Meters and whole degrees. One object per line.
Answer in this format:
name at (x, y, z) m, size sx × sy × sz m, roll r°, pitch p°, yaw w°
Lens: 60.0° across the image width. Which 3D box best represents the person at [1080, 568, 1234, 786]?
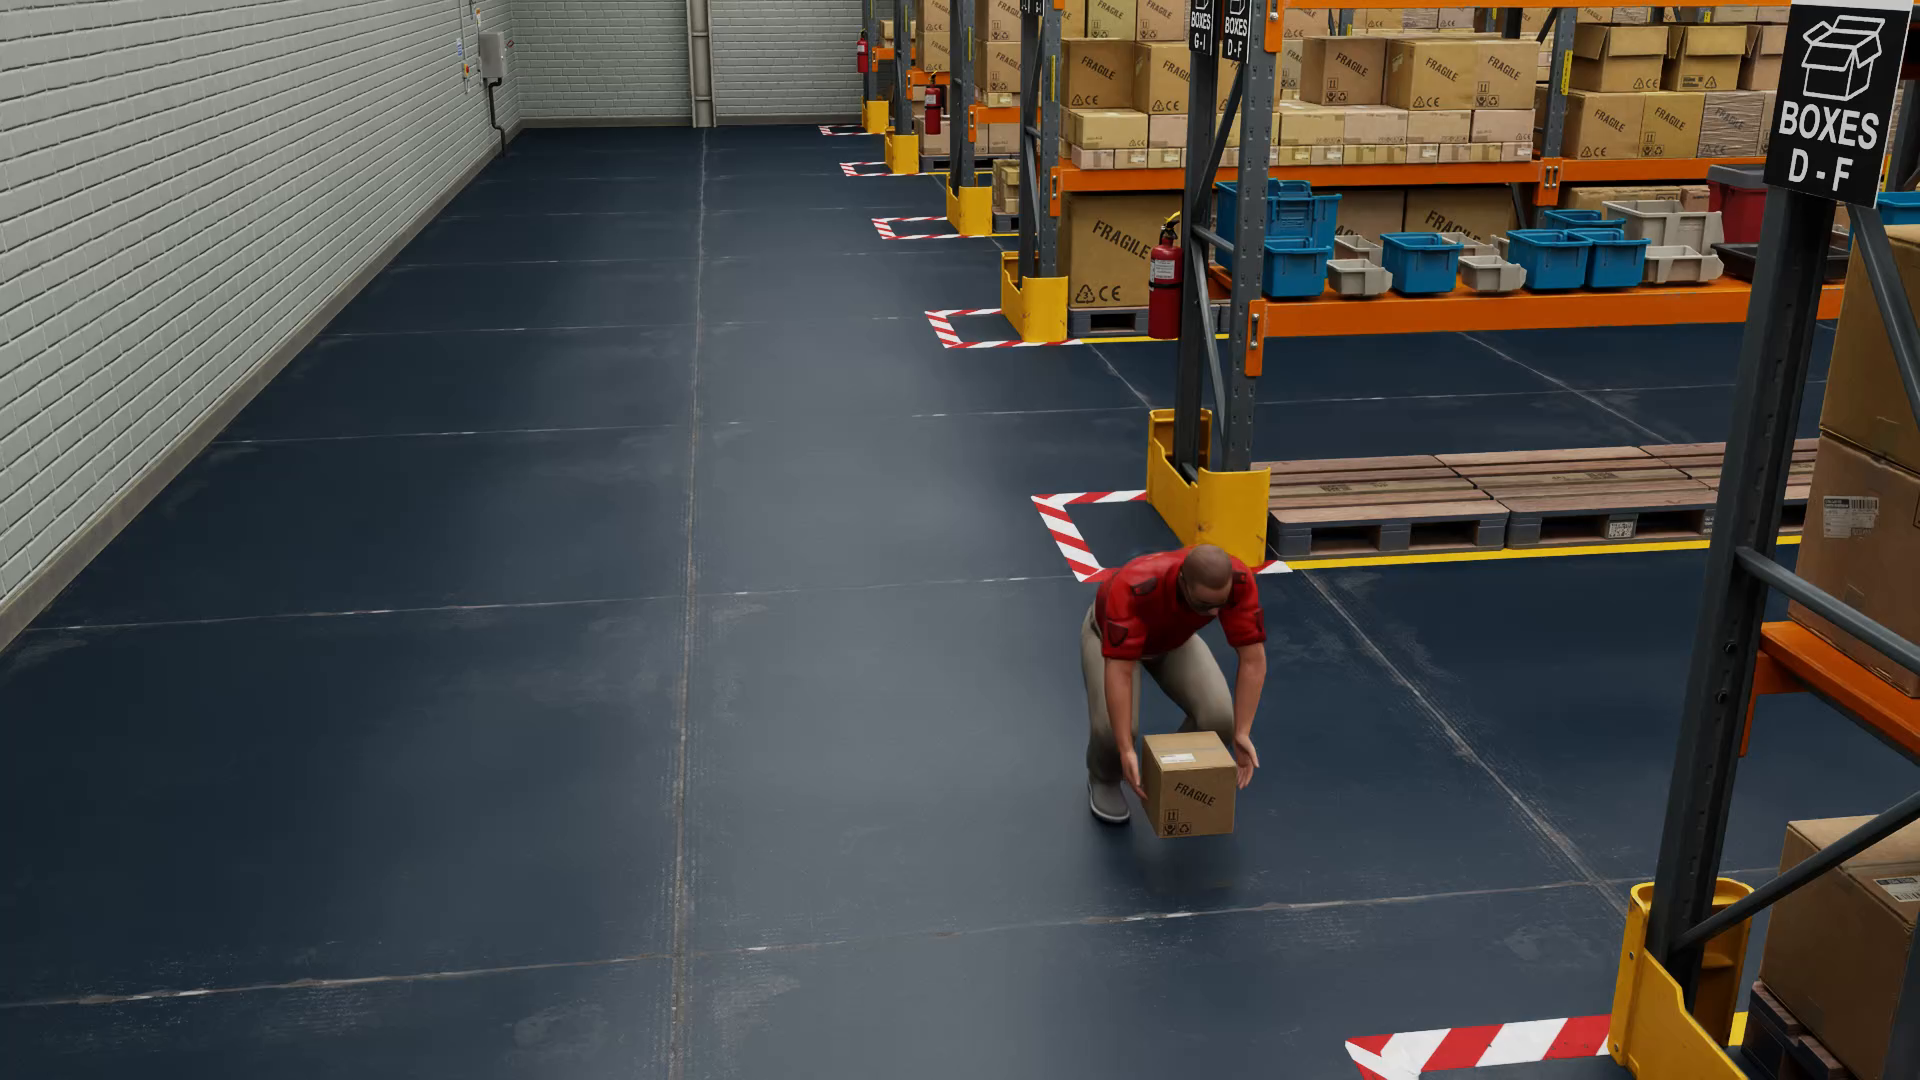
person at (0.694, 0.443, 5.765) m, size 0.523 × 0.997 × 0.794 m, roll -3°, pitch 20°, yaw -8°
